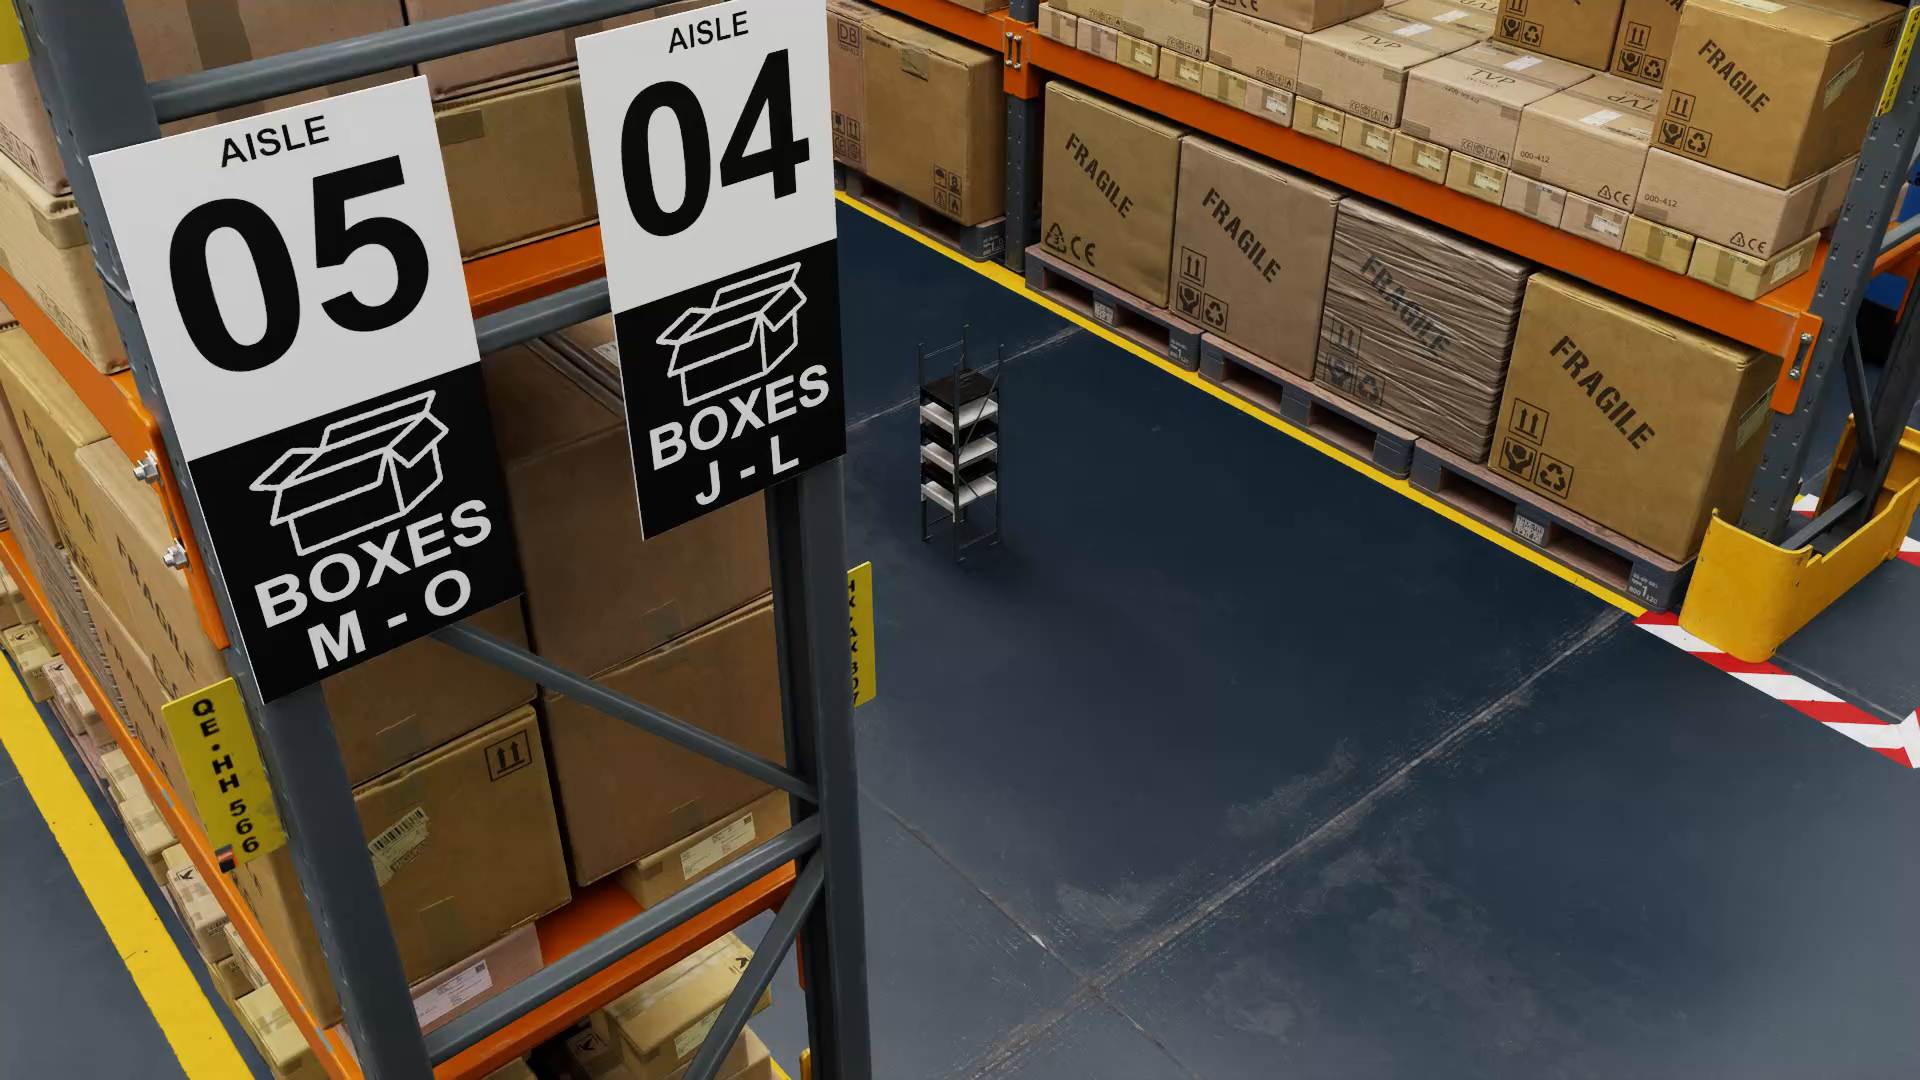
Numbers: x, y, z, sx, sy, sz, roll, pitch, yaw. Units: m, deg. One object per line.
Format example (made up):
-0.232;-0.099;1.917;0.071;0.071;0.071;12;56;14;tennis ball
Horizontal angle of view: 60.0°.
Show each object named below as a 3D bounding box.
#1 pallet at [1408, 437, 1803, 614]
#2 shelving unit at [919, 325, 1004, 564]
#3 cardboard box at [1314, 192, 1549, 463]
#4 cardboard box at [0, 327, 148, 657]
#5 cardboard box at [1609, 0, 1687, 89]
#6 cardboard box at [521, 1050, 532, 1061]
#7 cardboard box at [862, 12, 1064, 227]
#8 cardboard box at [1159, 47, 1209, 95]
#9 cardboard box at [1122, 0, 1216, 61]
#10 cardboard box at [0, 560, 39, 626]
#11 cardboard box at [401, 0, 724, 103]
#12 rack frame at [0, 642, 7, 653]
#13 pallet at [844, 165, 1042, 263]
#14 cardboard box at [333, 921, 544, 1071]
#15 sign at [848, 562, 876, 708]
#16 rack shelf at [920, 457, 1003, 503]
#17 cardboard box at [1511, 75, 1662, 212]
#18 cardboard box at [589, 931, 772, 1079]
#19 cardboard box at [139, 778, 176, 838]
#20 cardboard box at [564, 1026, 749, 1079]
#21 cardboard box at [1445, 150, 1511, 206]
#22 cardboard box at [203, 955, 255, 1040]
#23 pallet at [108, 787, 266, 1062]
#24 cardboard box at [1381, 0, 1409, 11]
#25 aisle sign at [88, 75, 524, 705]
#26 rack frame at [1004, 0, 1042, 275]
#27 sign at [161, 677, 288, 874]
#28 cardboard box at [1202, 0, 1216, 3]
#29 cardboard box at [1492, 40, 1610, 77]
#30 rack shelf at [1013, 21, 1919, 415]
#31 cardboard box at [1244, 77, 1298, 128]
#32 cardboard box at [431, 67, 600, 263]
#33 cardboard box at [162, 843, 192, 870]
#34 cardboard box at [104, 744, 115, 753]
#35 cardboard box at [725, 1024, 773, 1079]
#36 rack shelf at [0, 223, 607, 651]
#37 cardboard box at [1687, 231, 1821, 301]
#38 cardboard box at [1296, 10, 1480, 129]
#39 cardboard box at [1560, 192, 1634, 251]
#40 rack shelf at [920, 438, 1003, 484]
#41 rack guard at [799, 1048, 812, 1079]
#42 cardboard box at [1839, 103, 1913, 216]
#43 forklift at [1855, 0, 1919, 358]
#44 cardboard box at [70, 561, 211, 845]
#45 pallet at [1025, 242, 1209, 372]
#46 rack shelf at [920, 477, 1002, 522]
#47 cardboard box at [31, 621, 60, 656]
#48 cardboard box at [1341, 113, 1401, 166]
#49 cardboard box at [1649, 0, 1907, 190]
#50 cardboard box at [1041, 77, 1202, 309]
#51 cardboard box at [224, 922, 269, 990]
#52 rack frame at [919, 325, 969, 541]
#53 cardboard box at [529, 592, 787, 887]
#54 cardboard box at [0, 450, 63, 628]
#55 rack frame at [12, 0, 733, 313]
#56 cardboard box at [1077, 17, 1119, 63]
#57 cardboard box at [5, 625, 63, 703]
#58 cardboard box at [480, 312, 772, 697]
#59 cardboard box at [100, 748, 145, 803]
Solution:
2.660;-0.245;6.913;1.003;0.211;1.213;-26;43;-32;pallet
0.005;-0.364;6.485;0.258;0.900;0.210;-26;43;-32;shelving unit
2.175;-1.018;7.066;0.875;0.875;0.875;-26;43;-32;cardboard box
-1.430;-0.157;3.167;0.500;0.500;0.500;-28;44;-33;cardboard box
2.810;-1.958;6.143;0.500;0.500;0.500;-27;43;-33;cardboard box
-1.272;1.224;4.015;0.380;0.149;0.250;-25;42;-31;cardboard box
0.226;-2.404;9.024;1.225;0.875;0.875;-26;43;-32;cardboard box
1.103;-2.120;7.365;0.380;0.149;0.250;-27;44;-33;cardboard box
1.075;-2.358;7.357;0.500;0.250;0.500;-26;43;-32;cardboard box
-3.003;0.103;5.598;0.380;0.149;0.250;-24;42;-30;cardboard box
-0.709;-0.915;2.549;0.500;0.250;0.500;-25;42;-31;cardboard box
-3.199;-1.019;5.594;1.000;3.000;0.127;-26;43;-32;rack frame
0.099;-1.999;9.390;1.003;0.211;1.213;-26;43;-32;pallet
-1.044;0.811;3.227;0.380;0.149;0.250;-26;43;-32;cardboard box
-0.204;0.191;3.136;0.100;0.325;0.005;-26;43;-32;sign
0.005;-0.263;6.556;0.258;0.077;0.200;-26;43;-32;rack shelf
2.394;-1.458;6.086;0.500;0.250;0.500;-27;43;-33;cardboard box
-0.697;1.138;4.137;0.380;0.149;0.250;-28;44;-34;cardboard box
-2.146;0.659;4.813;0.380;0.149;0.250;-26;43;-32;cardboard box
-0.760;1.290;4.179;0.380;0.149;0.250;-24;42;-30;cardboard box
2.095;-1.441;6.407;0.380;0.149;0.250;-27;43;-33;cardboard box
-1.847;1.166;4.611;0.380;0.149;0.250;-28;44;-34;cardboard box
-1.947;0.941;5.239;1.003;0.211;1.213;-26;43;-32;pallet
1.806;-2.335;7.324;0.500;0.250;0.500;-25;42;-31;cardboard box
-0.800;-0.170;2.146;0.394;0.787;0.004;-26;43;-32;aisle sign
0.655;-2.825;8.143;1.000;3.000;0.127;-26;43;-32;rack frame
-1.055;0.343;2.395;0.100;0.325;0.005;-26;43;-32;sign
1.080;-2.664;7.139;0.500;0.500;0.500;-26;43;-32;cardboard box
2.471;-1.882;6.684;0.500;0.250;0.500;-28;44;-33;cardboard box
1.945;-1.648;7.104;1.077;0.370;4.000;-26;43;-32;rack shelf
1.428;-1.895;7.048;0.380;0.149;0.250;-25;43;-31;cardboard box
-0.713;-0.710;2.691;0.500;0.250;0.500;-24;42;-30;cardboard box
-2.009;0.918;4.704;0.380;0.149;0.250;-24;42;-30;cardboard box
-2.636;0.554;5.475;0.380;0.149;0.250;-27;43;-33;cardboard box
-0.712;1.388;4.298;0.380;0.149;0.250;-25;42;-31;cardboard box
-1.909;-1.067;3.688;1.077;0.370;4.000;-26;43;-32;rack shelf
2.755;-0.991;5.771;0.380;0.149;0.250;-25;42;-31;cardboard box
1.726;-1.911;6.725;0.500;0.250;0.500;-26;43;-32;cardboard box
2.424;-1.217;6.090;0.380;0.149;0.250;-26;43;-32;cardboard box
0.005;-0.336;6.504;0.258;0.077;0.200;-26;43;-32;rack shelf
-0.667;1.733;3.870;1.175;0.500;0.348;-26;43;-32;rack guard
3.133;-1.432;6.048;0.500;0.250;0.500;-27;43;-33;cardboard box
3.925;-2.850;8.238;1.130;2.935;3.031;-23;41;-29;forklift
-1.433;0.253;3.454;0.500;0.500;0.500;-27;43;-32;cardboard box
1.086;-1.322;8.434;1.003;0.211;1.213;-26;43;-32;pallet
0.005;-0.190;6.608;0.258;0.077;0.200;-26;43;-32;rack shelf
-2.978;0.209;5.706;0.380;0.149;0.250;-26;43;-31;cardboard box
1.768;-1.666;6.724;0.380;0.149;0.250;-25;42;-31;cardboard box
2.721;-1.542;5.555;0.500;0.500;0.500;-25;43;-31;cardboard box
1.020;-1.808;8.182;0.875;0.875;0.875;-26;43;-32;cardboard box
-1.654;1.019;4.304;0.380;0.149;0.250;-28;44;-33;cardboard box
-0.060;-0.409;6.548;0.240;0.900;0.006;-26;43;-32;rack frame
-0.697;0.283;3.411;0.500;0.500;0.500;-24;42;-30;cardboard box
-2.082;-0.192;4.081;0.500;0.500;0.500;-24;42;-30;cardboard box
-0.618;-1.702;1.367;1.000;3.000;0.127;-26;43;-32;rack frame
0.761;-2.352;7.692;0.380;0.149;0.250;-28;44;-33;cardboard box
-3.038;0.371;5.735;0.380;0.149;0.250;-25;42;-31;cardboard box
-0.705;-0.121;3.116;0.500;0.500;0.500;-26;43;-32;cardboard box
-2.347;0.689;5.028;0.380;0.149;0.250;-26;43;-32;cardboard box
